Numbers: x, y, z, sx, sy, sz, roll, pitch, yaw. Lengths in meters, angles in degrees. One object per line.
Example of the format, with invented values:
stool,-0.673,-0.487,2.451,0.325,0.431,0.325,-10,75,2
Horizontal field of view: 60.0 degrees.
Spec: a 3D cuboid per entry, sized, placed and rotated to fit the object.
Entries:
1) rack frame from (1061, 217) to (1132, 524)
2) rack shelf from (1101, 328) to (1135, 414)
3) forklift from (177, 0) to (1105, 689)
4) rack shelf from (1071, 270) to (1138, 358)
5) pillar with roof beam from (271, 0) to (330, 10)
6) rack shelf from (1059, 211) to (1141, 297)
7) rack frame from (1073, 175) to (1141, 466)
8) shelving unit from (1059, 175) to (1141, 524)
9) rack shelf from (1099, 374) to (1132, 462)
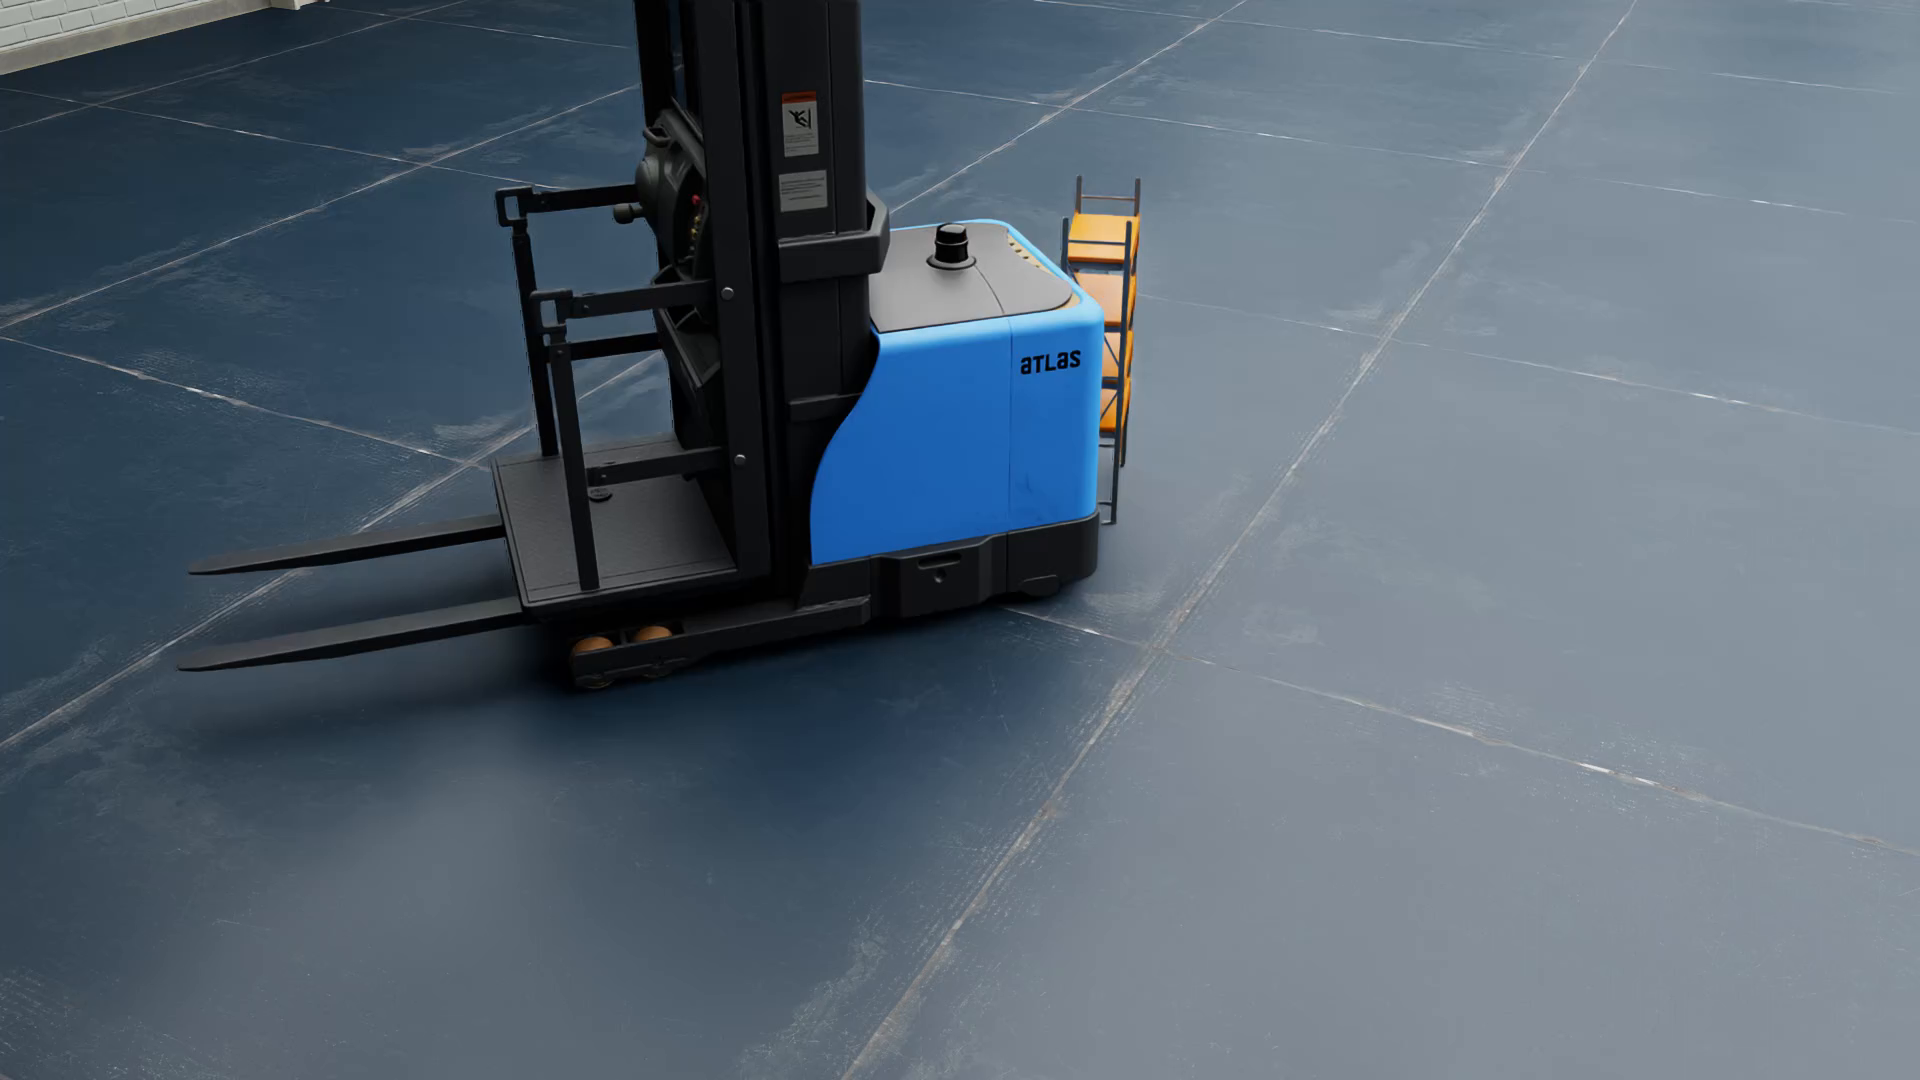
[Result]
rack frame,0.478,-0.593,6.078,0.240,1.200,0.015,5,30,8
rack shelf,0.517,-0.655,6.320,0.258,0.148,0.480,5,30,8
forklift,-1.084,-1.084,5.194,3.031,2.935,1.130,-10,31,-17
rack shelf,0.517,-0.849,6.209,0.258,0.148,0.480,5,30,8
pillar with roof beam,-1.828,-7.526,10.319,9.100,9.000,0.400,14,33,23
rack shelf,0.517,-1.054,6.091,0.258,0.148,0.480,5,30,8
rack frame,0.555,-0.833,6.496,0.240,1.200,0.015,5,30,8
shelving unit,0.517,-0.713,6.287,0.258,1.200,0.503,5,30,8
rack shelf,0.517,-0.483,6.419,0.258,0.148,0.480,5,30,8
